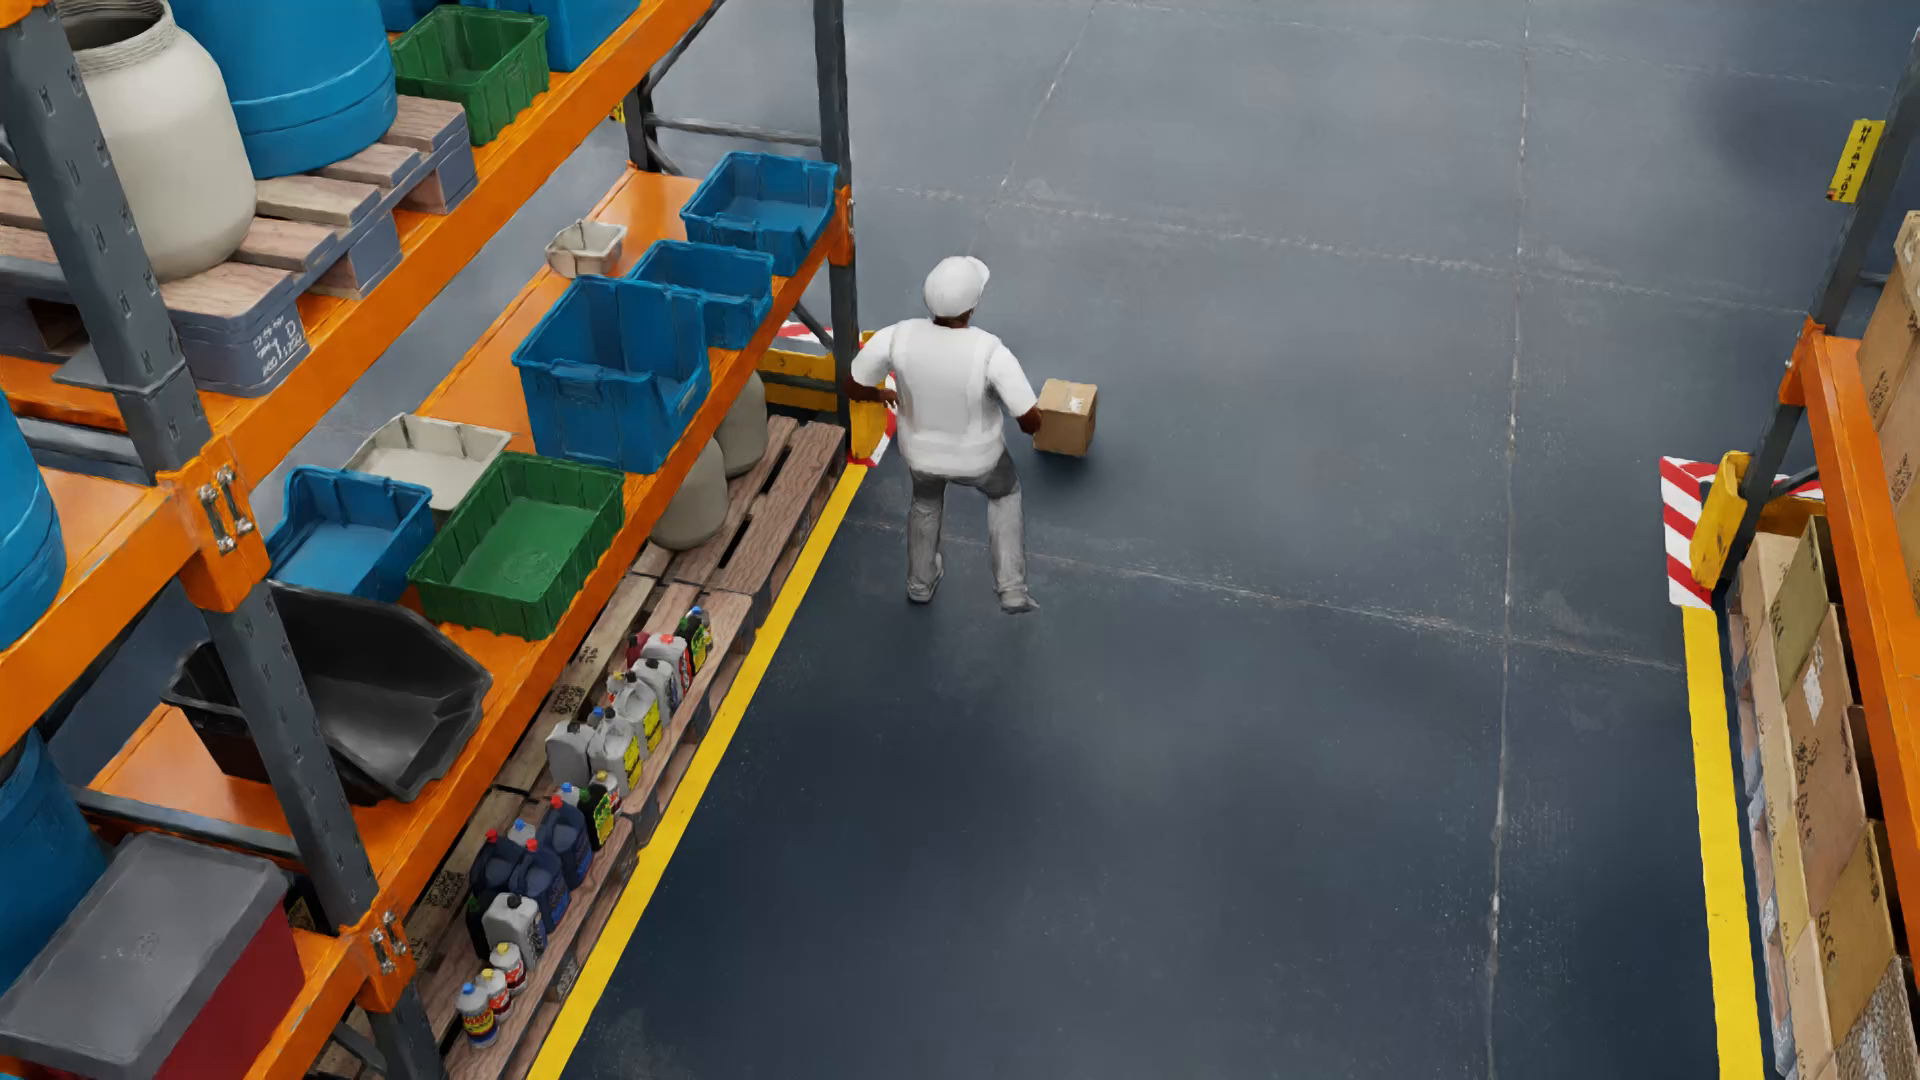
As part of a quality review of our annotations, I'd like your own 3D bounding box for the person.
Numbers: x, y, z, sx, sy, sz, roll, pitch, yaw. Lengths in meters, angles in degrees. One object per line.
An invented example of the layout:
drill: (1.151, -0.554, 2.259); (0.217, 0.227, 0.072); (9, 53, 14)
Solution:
person: (-0.037, -0.397, 6.625); (0.798, 1.733, 0.501); (8, 41, 9)
